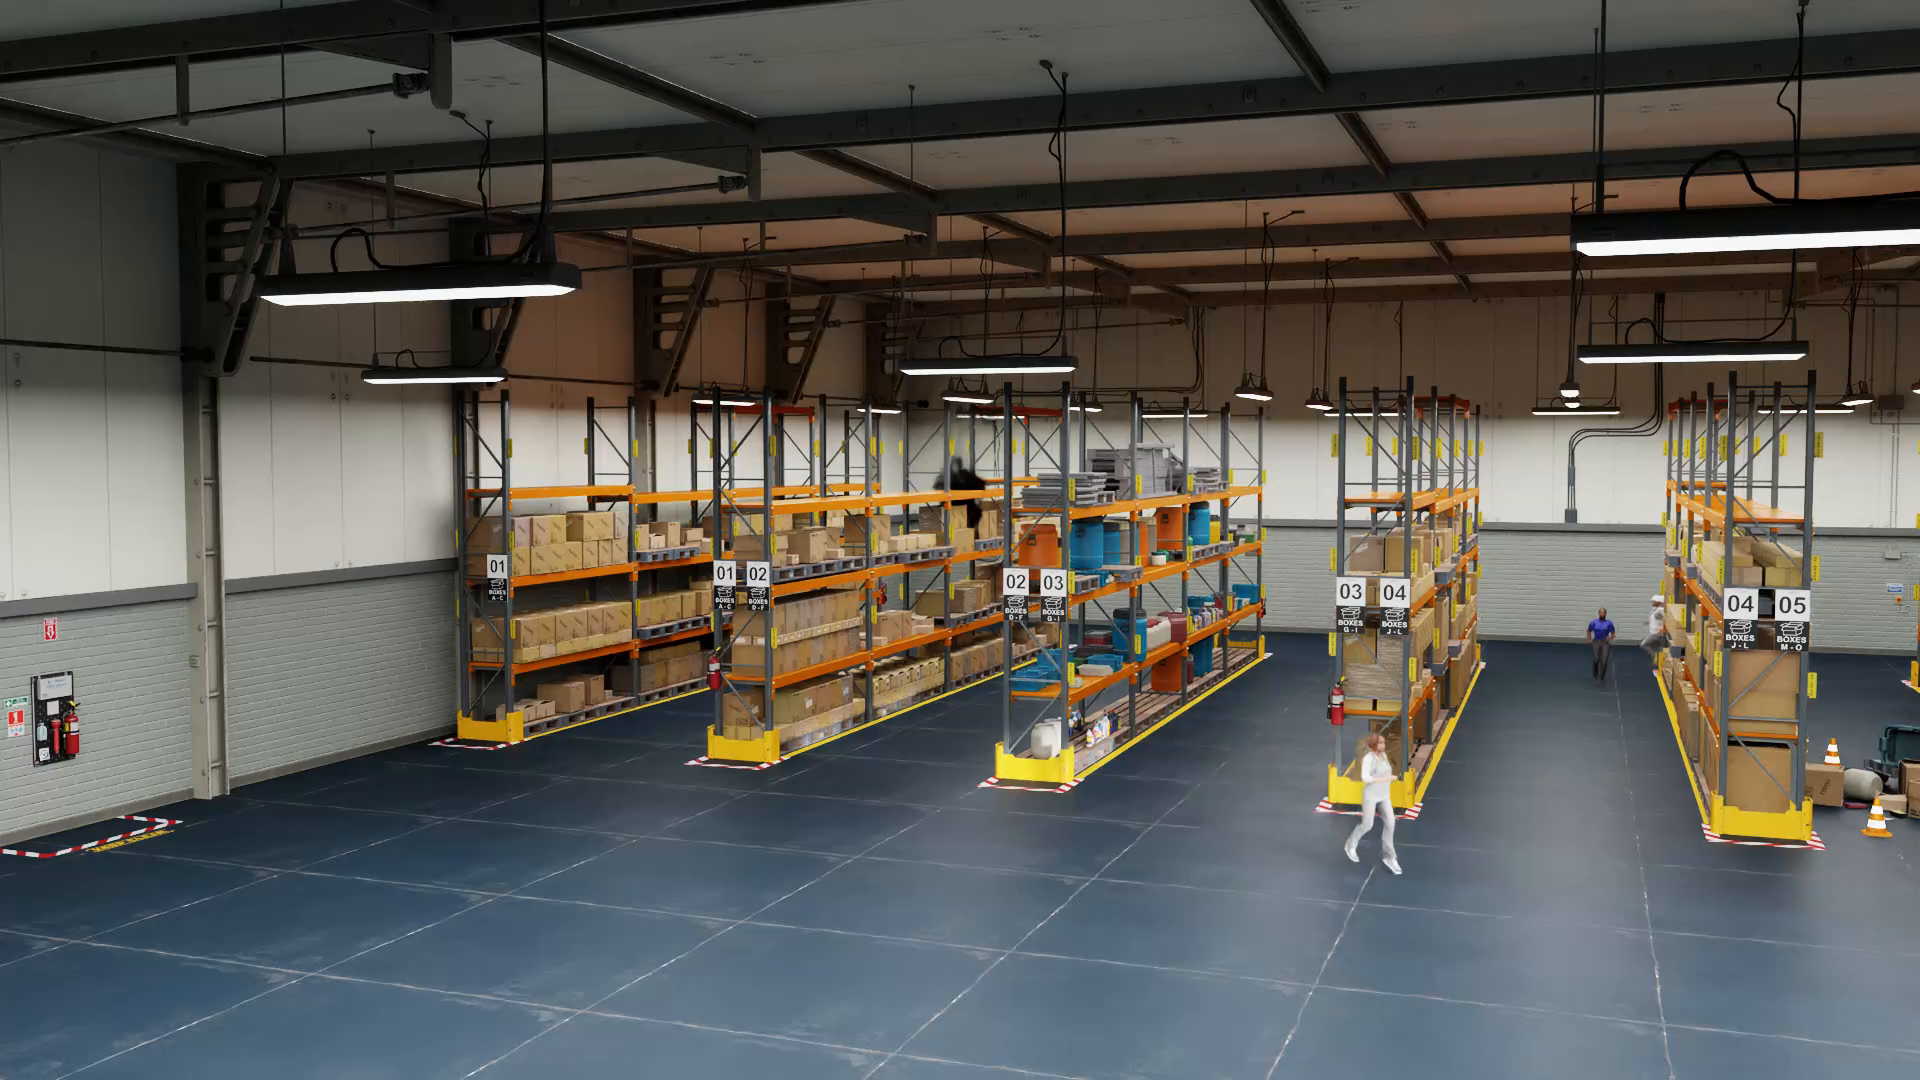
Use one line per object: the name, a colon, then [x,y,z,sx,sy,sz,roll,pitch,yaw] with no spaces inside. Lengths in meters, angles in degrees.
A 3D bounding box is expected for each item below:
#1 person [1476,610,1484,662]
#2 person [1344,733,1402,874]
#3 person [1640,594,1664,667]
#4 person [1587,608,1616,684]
person: [12.021,2.046,39.342,0.844,1.602,0.574,2,4,38]
person: [4.912,3.096,19.782,0.565,1.631,0.778,-2,4,-36]
person: [15.865,2.083,37.867,0.683,1.709,0.789,1,3,16]
person: [13.639,2.255,35.383,0.574,1.618,0.548,1,3,20]
